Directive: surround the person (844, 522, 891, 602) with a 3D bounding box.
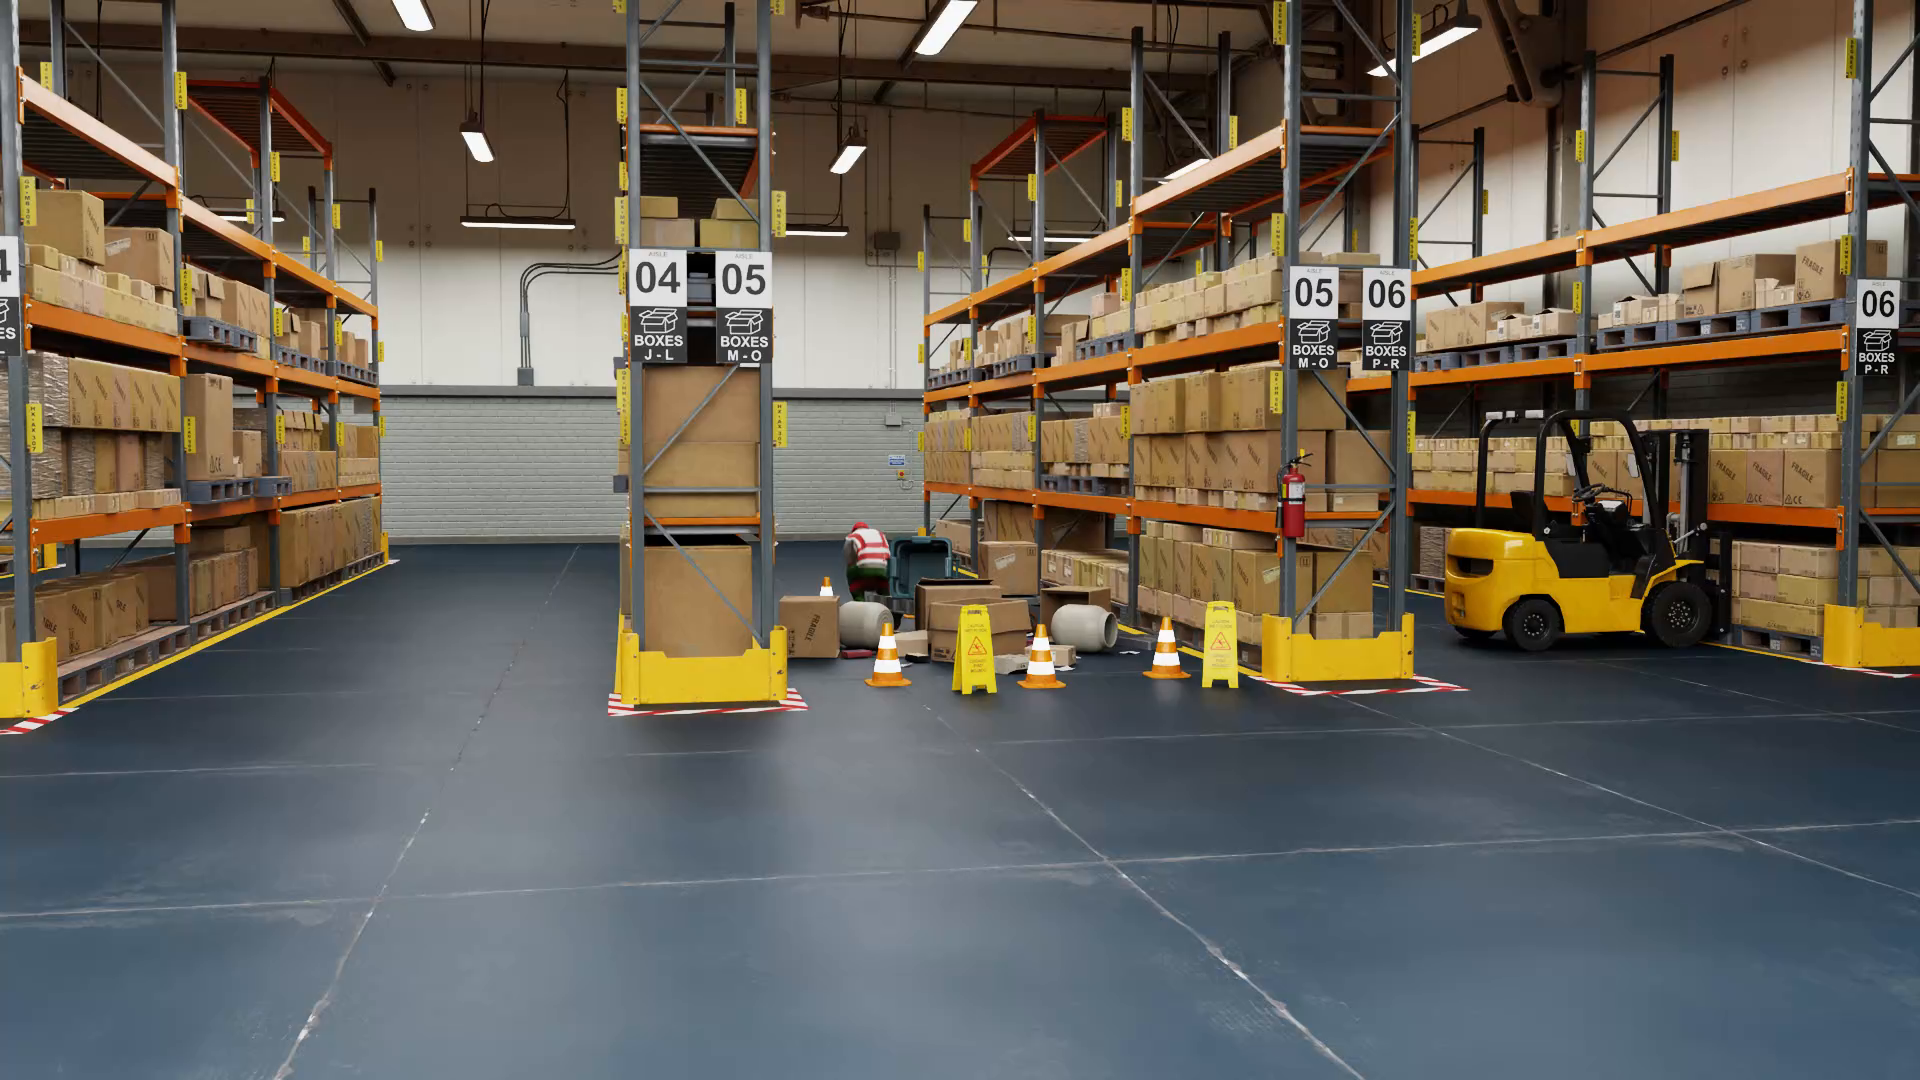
[{"bbox_3d":[-1.024,0.305,18.694,0.534,0.991,0.907,-1,3,-13],"label":"person"}]
